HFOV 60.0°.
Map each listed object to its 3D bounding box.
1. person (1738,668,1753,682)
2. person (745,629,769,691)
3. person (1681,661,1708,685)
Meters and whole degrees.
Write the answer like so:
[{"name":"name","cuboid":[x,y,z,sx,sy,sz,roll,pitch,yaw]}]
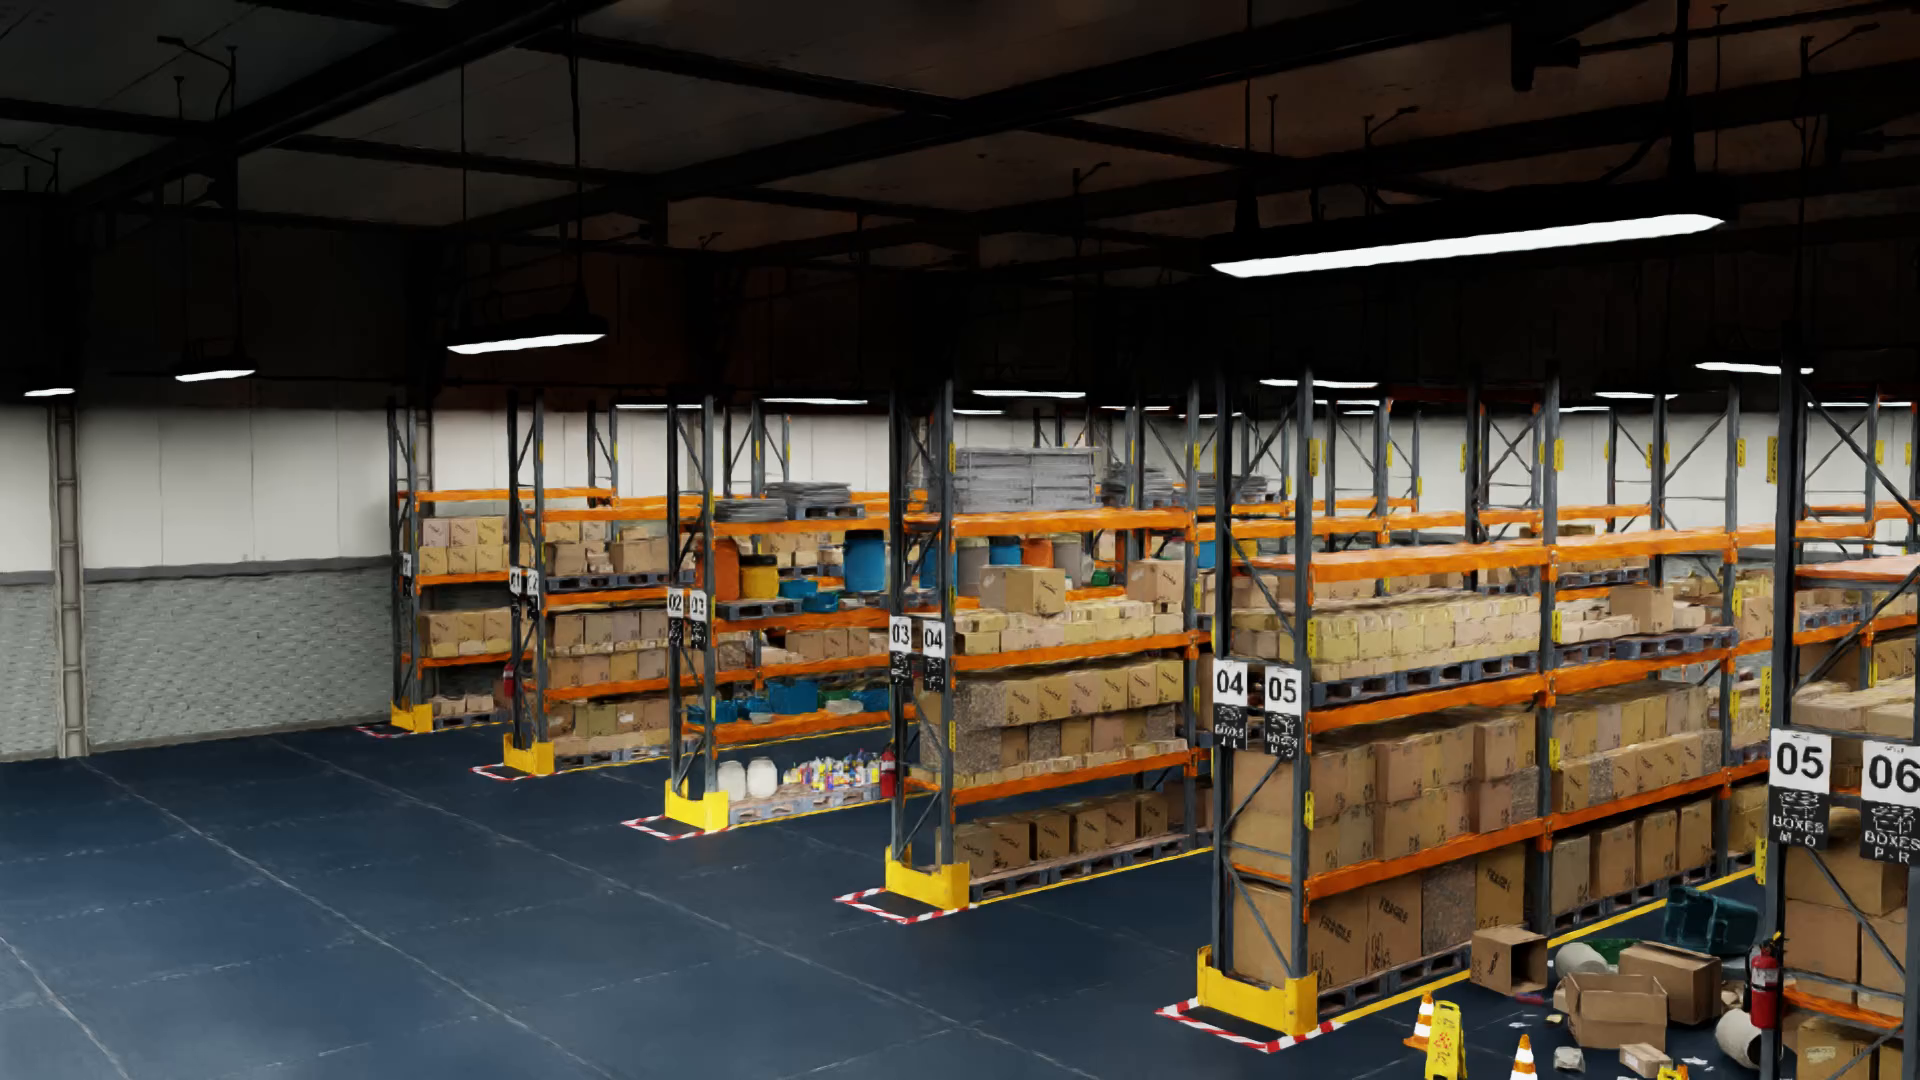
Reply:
[{"name":"person","cuboid":[11.796,2.805,24.890,0.514,1.785,0.638,1,4,19]},{"name":"person","cuboid":[-4.054,2.380,32.759,0.554,1.723,1.029,3,4,42]},{"name":"person","cuboid":[13.394,2.571,30.368,0.536,1.635,0.929,1,4,24]}]
